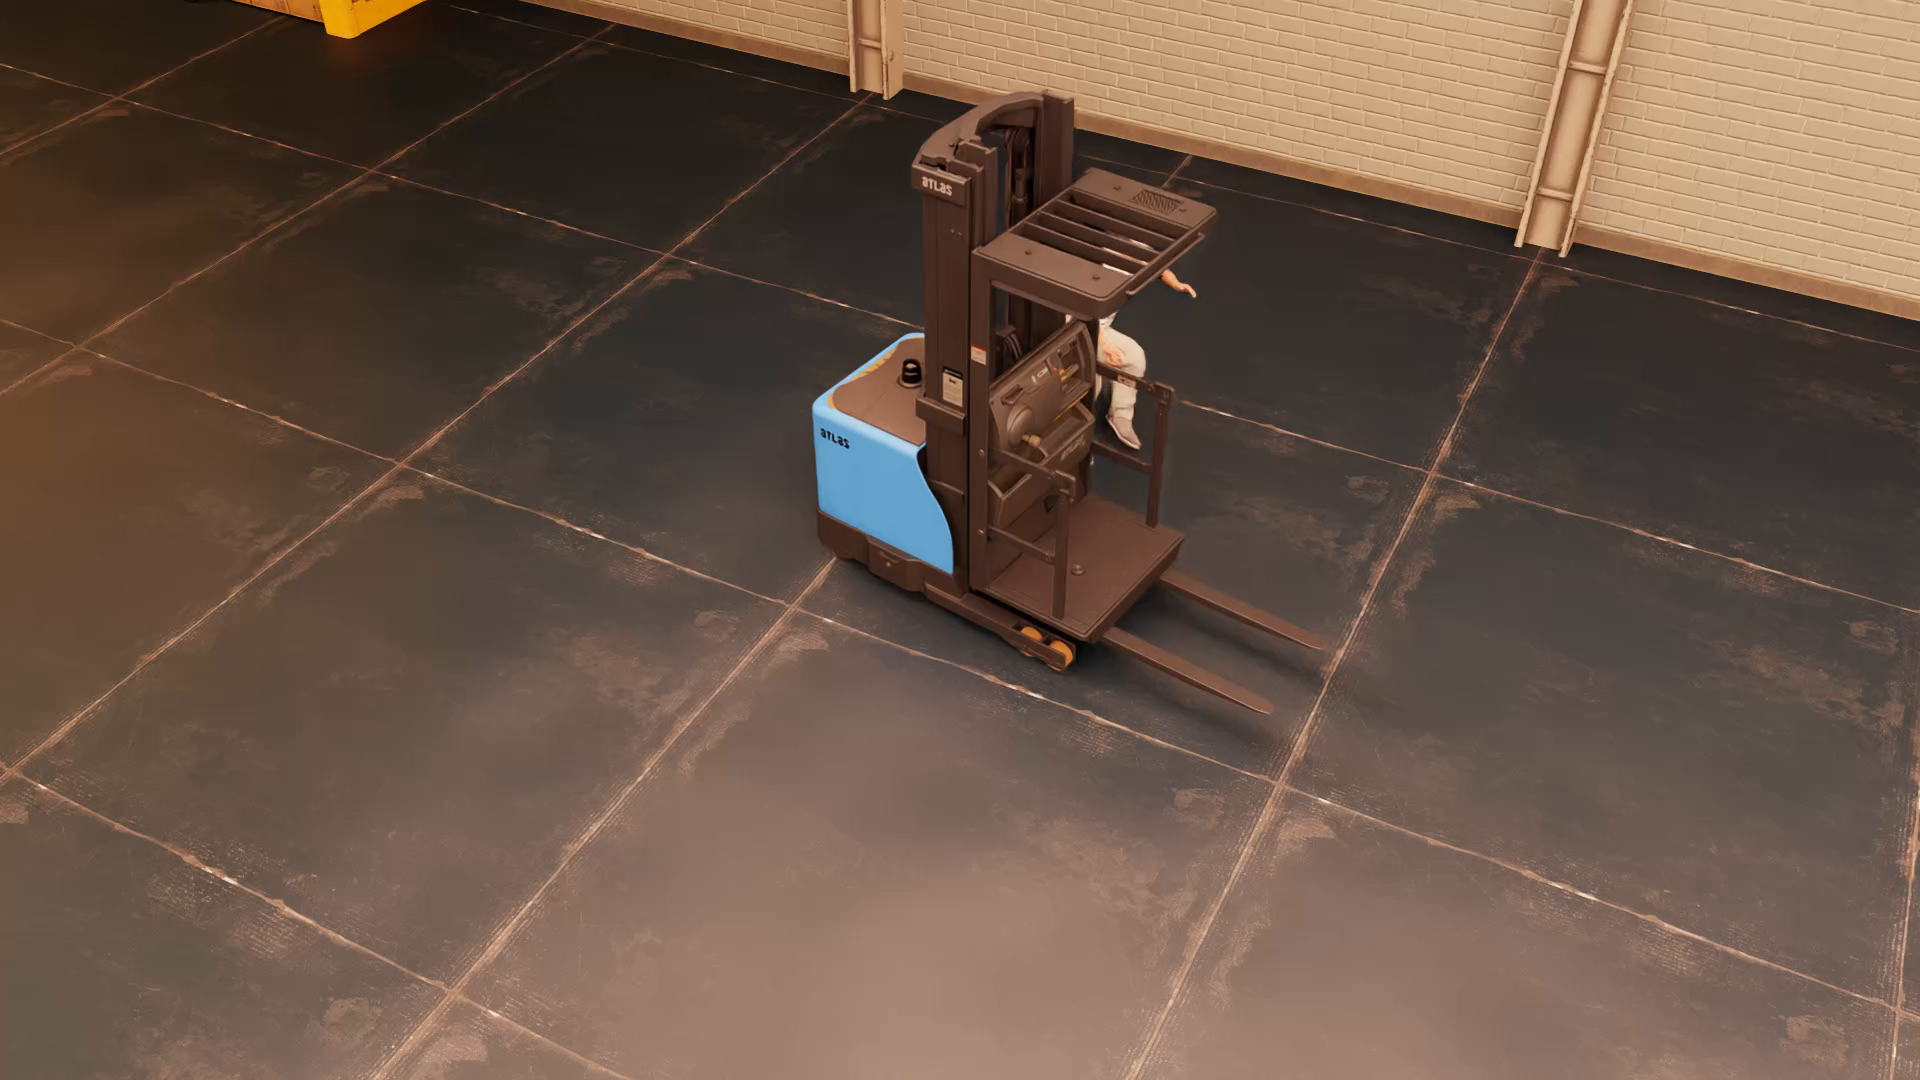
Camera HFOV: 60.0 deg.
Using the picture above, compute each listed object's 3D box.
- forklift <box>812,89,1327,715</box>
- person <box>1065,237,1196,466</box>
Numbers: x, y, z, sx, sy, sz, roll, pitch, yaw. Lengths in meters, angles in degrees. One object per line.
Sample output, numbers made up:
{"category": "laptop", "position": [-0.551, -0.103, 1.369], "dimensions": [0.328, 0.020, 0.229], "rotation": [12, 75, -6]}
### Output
{"category": "forklift", "position": [0.621, -0.777, 8.909], "dimensions": [3.031, 2.935, 1.130], "rotation": [25, 46, 27]}
{"category": "person", "position": [1.014, -1.281, 10.605], "dimensions": [0.936, 1.515, 0.999], "rotation": [4, 40, 4]}
